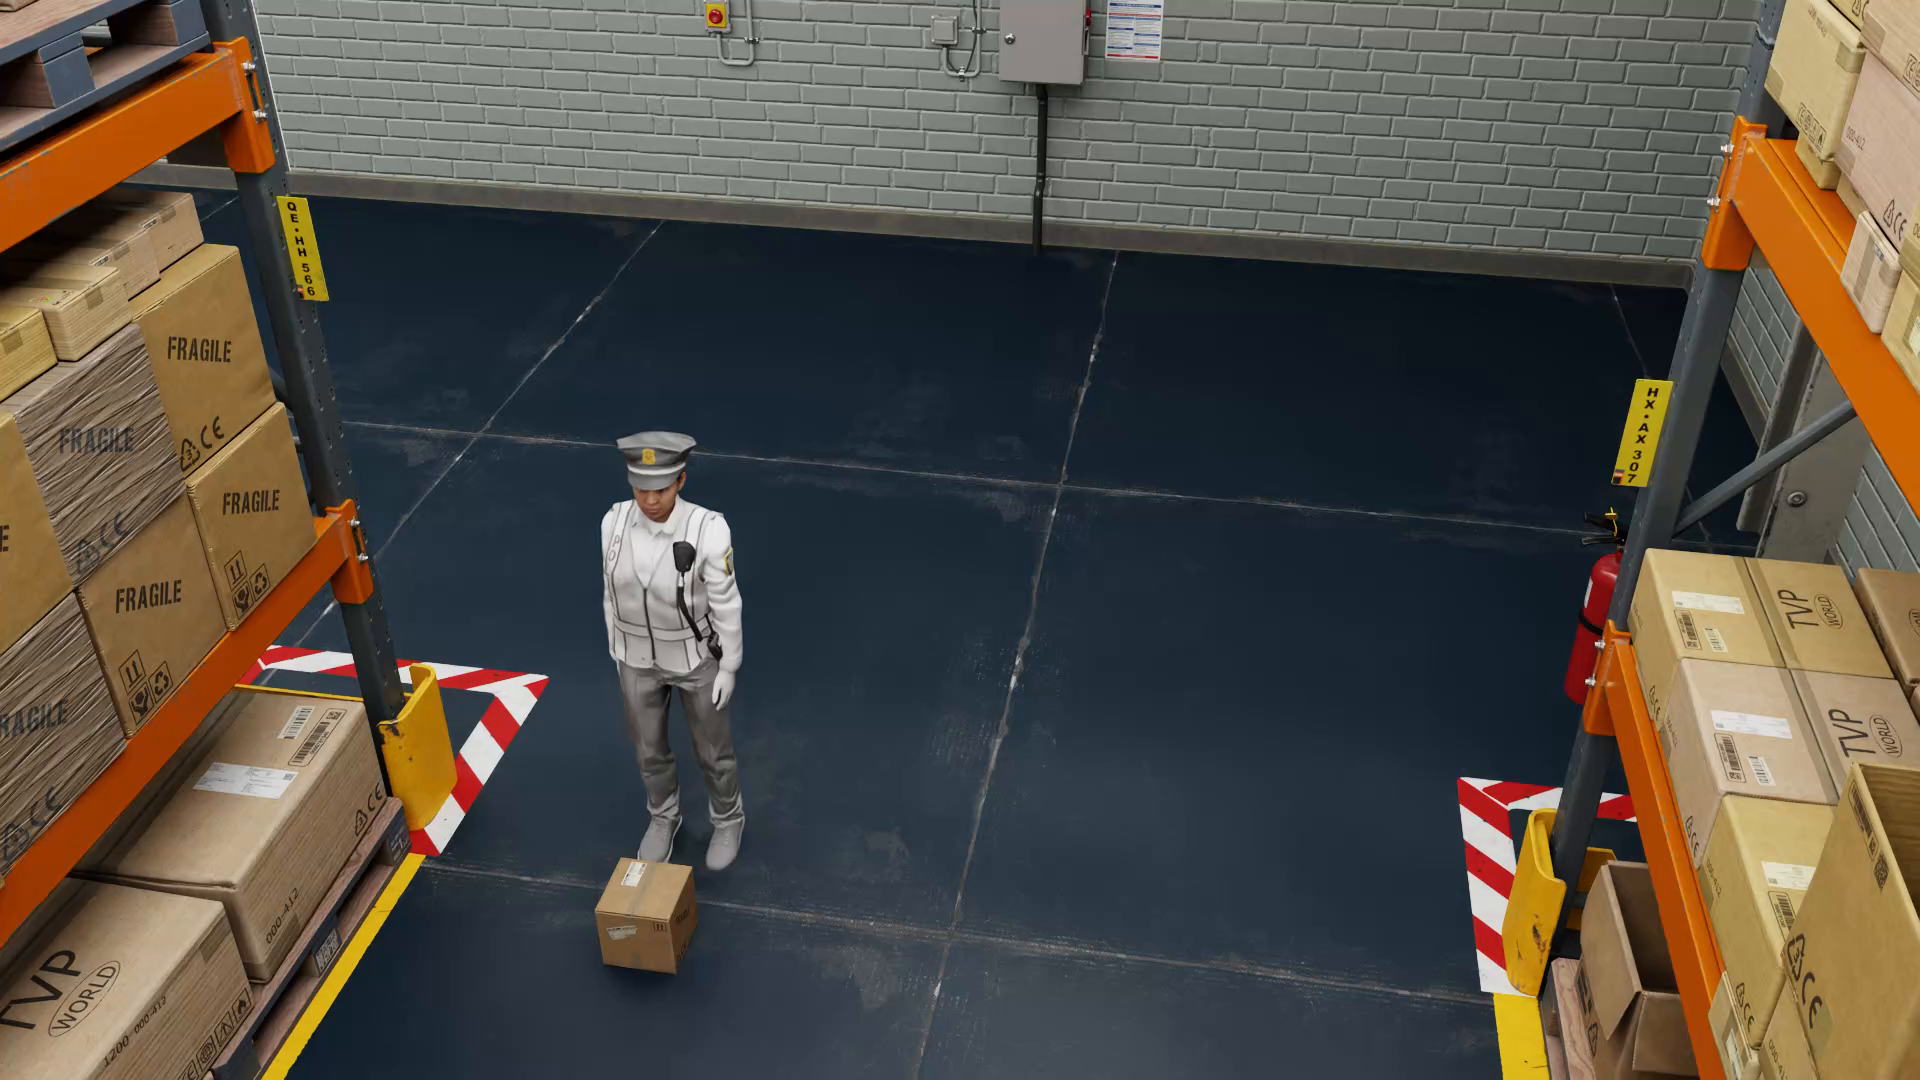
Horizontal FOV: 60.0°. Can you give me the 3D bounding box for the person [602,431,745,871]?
[{"bbox_3d":[-0.943,0.403,5.514,0.465,1.703,0.343,6,33,9],"label":"person"}]
